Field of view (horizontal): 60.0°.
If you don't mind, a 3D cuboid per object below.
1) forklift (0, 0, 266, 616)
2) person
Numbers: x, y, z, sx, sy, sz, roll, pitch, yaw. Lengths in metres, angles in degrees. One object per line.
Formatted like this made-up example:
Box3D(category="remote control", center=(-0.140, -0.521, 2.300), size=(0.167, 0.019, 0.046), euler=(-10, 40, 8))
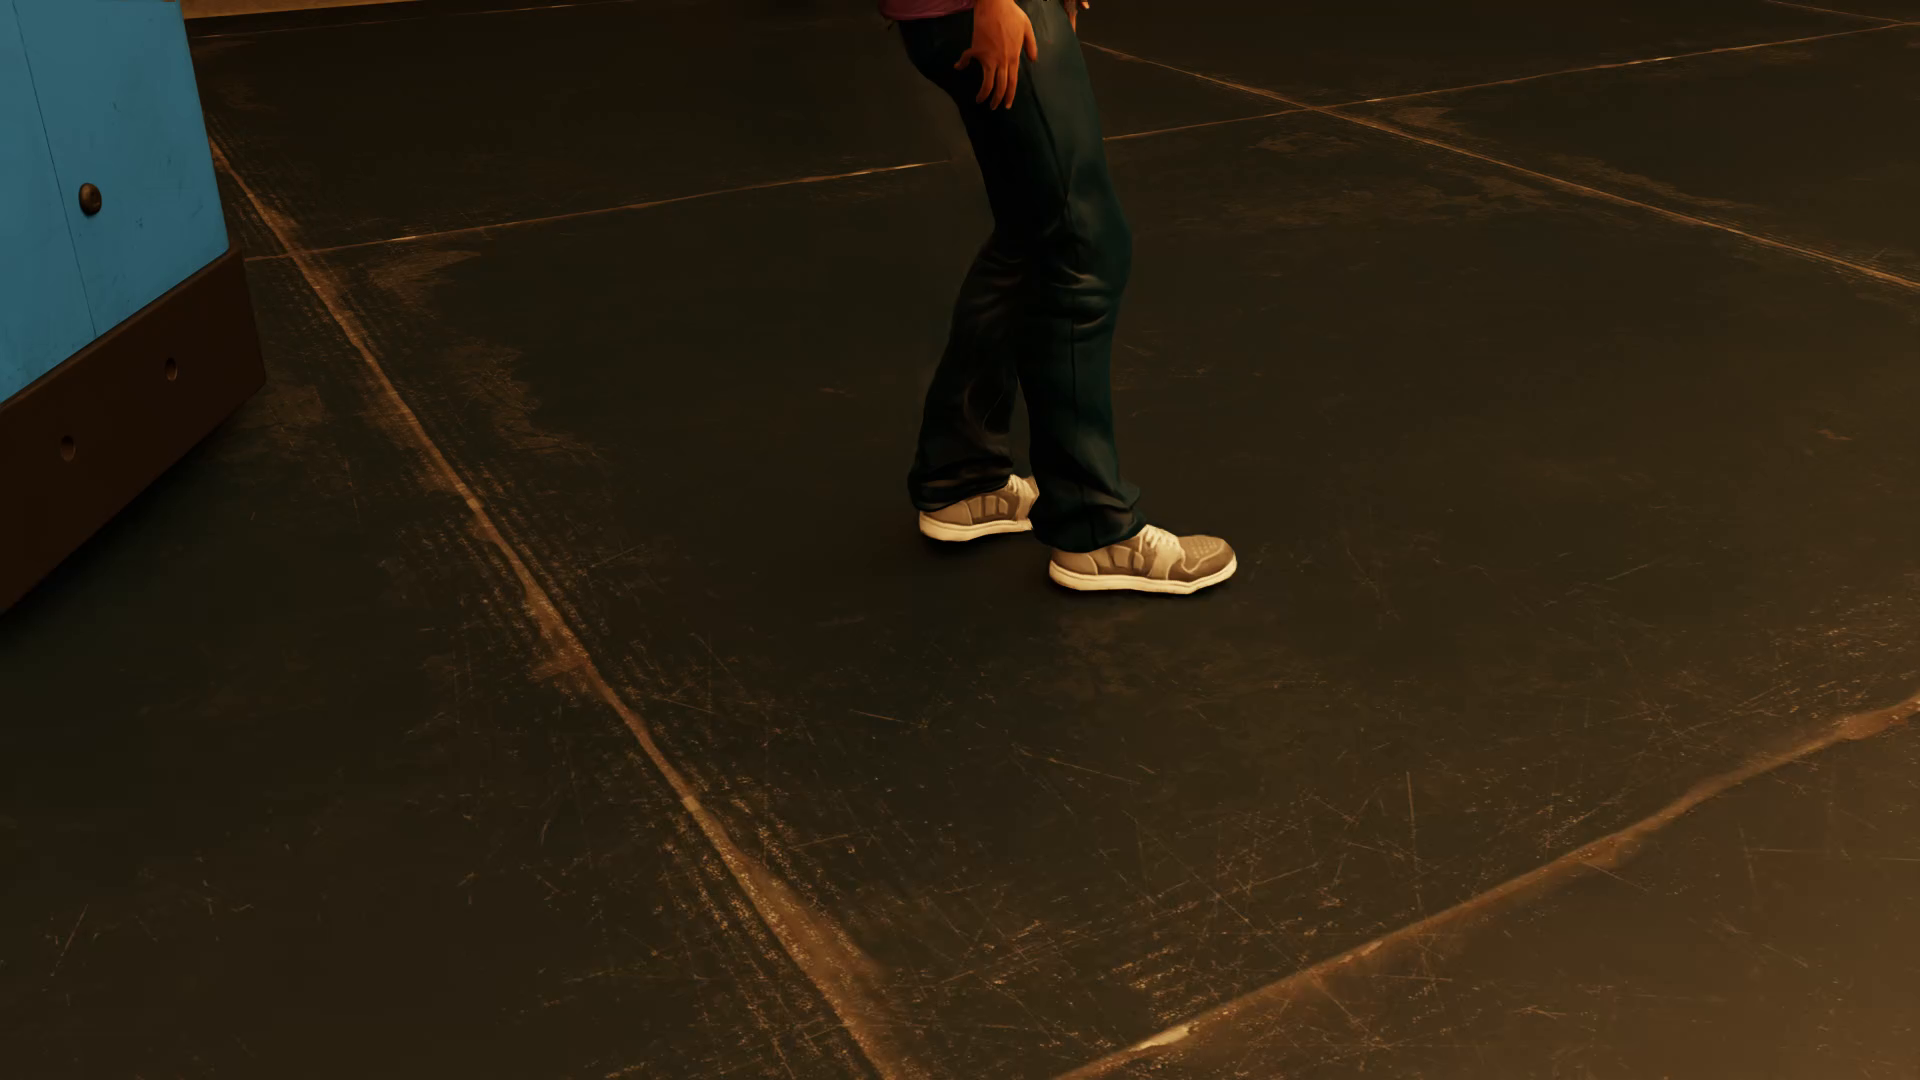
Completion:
Box3D(category="forklift", center=(-2.732, -1.348, 1.917), size=(3.031, 2.935, 1.130), euler=(1, 27, 2))
Box3D(category="person", center=(0.141, -0.701, 2.141), size=(0.534, 1.590, 0.516), euler=(3, 27, 5))
